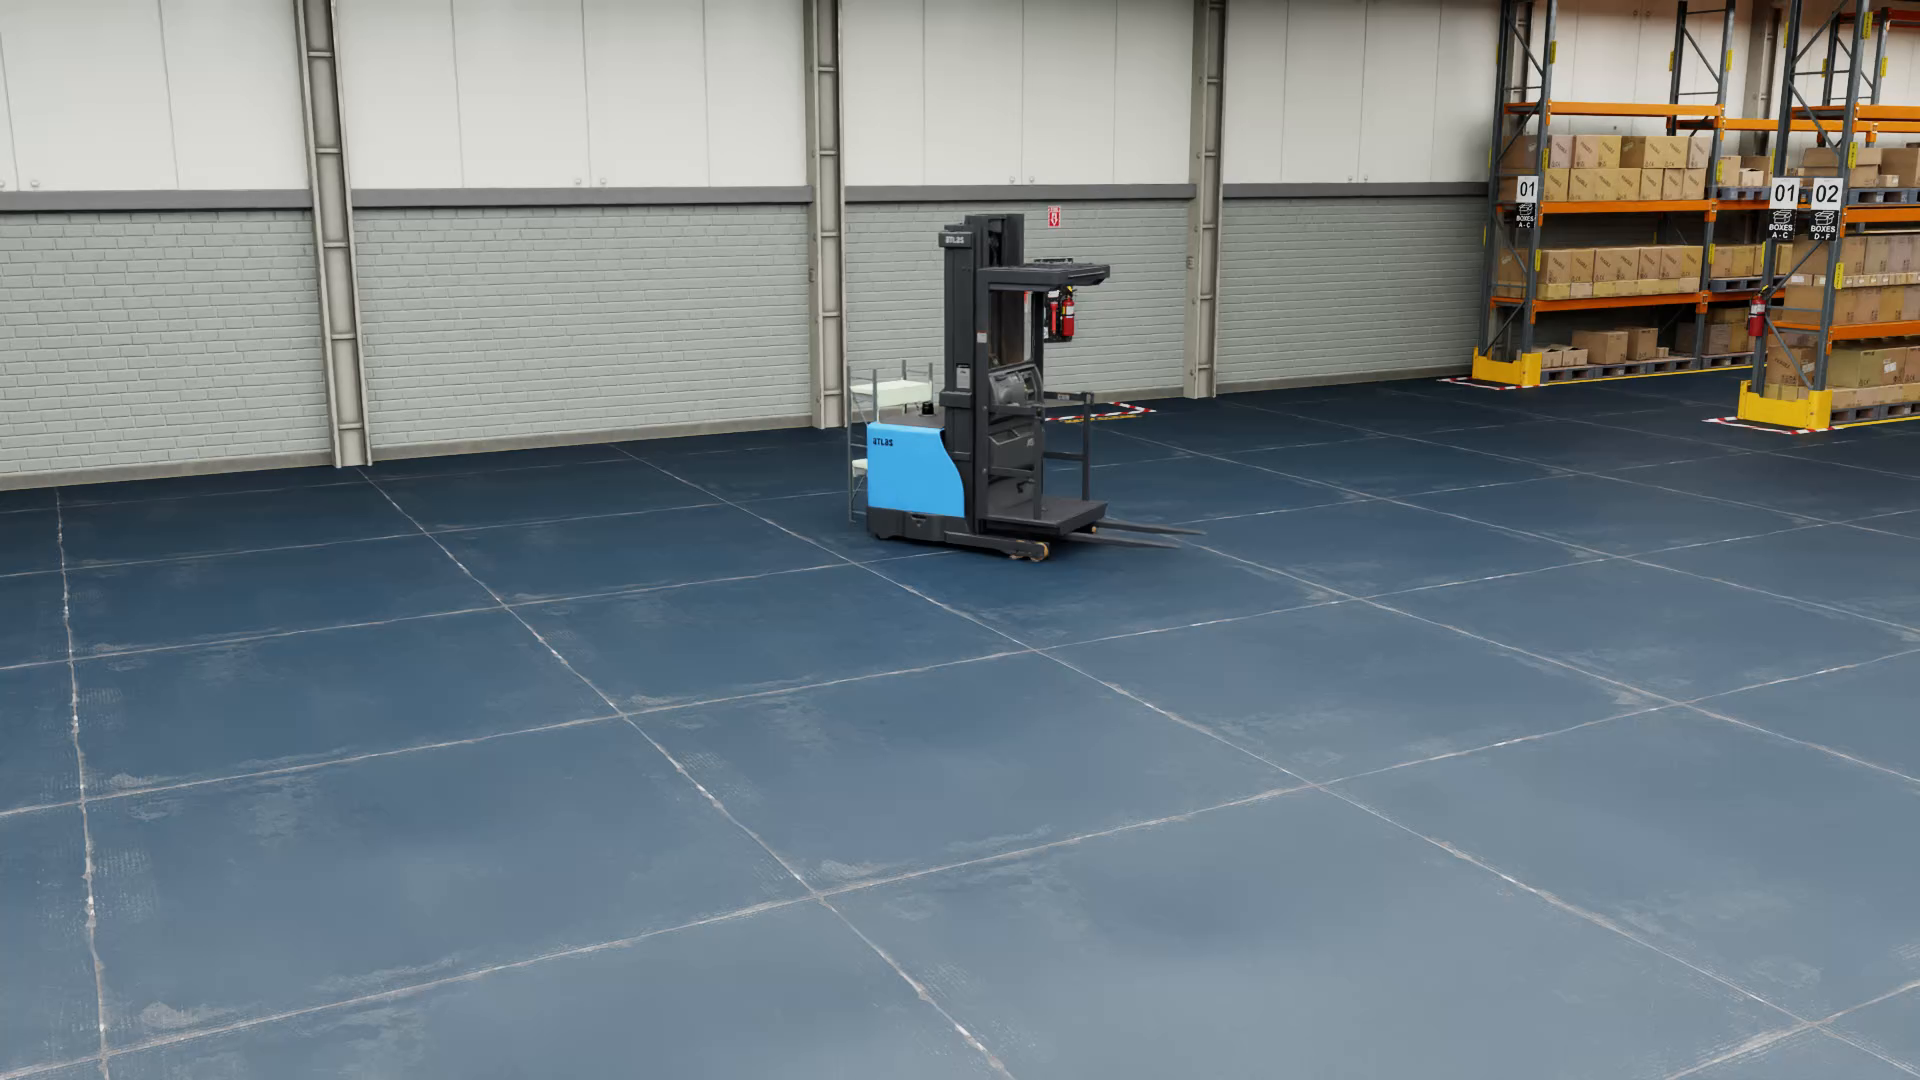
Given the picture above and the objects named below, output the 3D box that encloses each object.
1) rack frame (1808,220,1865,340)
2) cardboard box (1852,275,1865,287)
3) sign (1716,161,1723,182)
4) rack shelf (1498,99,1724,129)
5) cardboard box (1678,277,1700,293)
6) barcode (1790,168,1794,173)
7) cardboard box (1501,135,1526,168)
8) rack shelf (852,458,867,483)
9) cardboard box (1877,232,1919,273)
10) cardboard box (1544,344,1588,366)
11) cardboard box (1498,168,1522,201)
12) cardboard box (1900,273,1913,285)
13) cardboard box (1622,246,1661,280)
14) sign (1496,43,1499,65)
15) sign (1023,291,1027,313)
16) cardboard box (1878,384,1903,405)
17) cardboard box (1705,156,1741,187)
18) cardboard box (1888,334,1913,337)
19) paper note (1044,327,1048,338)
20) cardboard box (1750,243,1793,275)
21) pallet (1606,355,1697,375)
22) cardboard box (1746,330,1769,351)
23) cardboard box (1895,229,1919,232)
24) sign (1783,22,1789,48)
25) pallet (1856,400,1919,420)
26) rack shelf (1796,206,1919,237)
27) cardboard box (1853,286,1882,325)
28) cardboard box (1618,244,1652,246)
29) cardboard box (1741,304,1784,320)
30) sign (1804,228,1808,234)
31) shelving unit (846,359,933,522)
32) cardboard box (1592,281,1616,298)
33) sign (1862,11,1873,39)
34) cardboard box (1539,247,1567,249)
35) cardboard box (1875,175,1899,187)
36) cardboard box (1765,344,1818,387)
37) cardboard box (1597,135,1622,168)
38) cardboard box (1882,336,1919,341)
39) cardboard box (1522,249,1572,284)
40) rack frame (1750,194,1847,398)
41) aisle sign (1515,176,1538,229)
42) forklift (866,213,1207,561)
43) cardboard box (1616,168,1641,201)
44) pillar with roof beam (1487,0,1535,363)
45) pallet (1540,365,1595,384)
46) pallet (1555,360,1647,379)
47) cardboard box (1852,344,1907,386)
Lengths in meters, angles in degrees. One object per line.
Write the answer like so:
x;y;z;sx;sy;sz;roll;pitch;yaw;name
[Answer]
15.640;-4.825;29.858;0.127;3.000;1.000;-7;14;-28;rack frame
11.673;-3.422;21.921;0.250;0.149;0.380;-7;15;-29;cardboard box
12.395;-6.016;27.141;0.005;0.325;0.100;-7;14;-28;sign
10.373;-6.768;26.474;4.000;0.370;1.077;-7;14;-28;rack shelf
11.858;-4.233;27.521;0.500;0.250;0.500;-7;14;-28;cardboard box
11.028;-4.900;22.039;0.075;0.075;0.001;-7;14;-28;barcode
8.871;-6.089;26.091;0.500;0.500;0.500;-6;14;-25;cardboard box
-0.667;-0.627;16.097;0.431;0.370;0.720;12;17;43;rack shelf
12.798;-3.925;22.678;0.500;0.500;0.700;-7;14;-28;cardboard box
9.769;-3.002;26.878;0.500;0.311;0.500;-6;14;-23;cardboard box
8.863;-5.598;26.188;0.500;0.500;0.500;-6;14;-24;cardboard box
12.572;-3.530;22.399;0.250;0.149;0.380;-7;14;-29;cardboard box
10.979;-4.493;26.970;0.500;0.500;0.500;-7;15;-29;cardboard box
8.370;-7.552;25.824;0.005;0.325;0.100;-7;14;-28;sign
0.829;-3.319;23.085;0.234;0.329;0.001;-7;14;-28;sign
12.448;-2.012;22.664;0.500;0.250;0.500;-7;14;-28;cardboard box
12.647;-6.163;27.789;0.500;0.500;0.500;-5;13;-20;cardboard box
17.120;-4.124;30.683;0.750;0.750;0.750;-7;14;-28;cardboard box
1.175;-2.905;23.332;0.142;0.148;0.016;-7;14;-28;paper note
14.149;-4.902;28.969;0.500;0.500;0.700;-7;14;-28;cardboard box
11.556;-2.966;27.950;1.213;0.211;1.003;-7;14;-28;pallet
13.663;-3.590;29.061;0.500;0.500;0.700;-7;14;-27;cardboard box
17.070;-5.503;30.210;0.500;0.250;0.500;-7;14;-27;cardboard box
10.747;-6.556;21.579;0.005;0.325;0.100;-7;14;-28;sign
12.715;-1.885;23.144;1.213;0.211;1.003;-7;14;-28;pallet
12.750;-4.352;22.562;4.000;0.370;1.077;-7;14;-28;rack shelf
11.869;-3.181;22.324;0.500;0.500;0.700;-6;14;-26;cardboard box
11.160;-4.644;27.640;0.500;0.500;0.500;-7;14;-28;cardboard box
14.053;-3.997;29.163;0.500;0.250;0.500;-7;14;-28;cardboard box
15.371;-5.496;30.204;0.005;0.325;0.100;-7;14;-28;sign
-0.668;-0.945;16.027;0.431;1.500;0.755;12;17;43;shelving unit
10.097;-4.020;26.577;0.500;0.250;0.500;-7;15;-29;cardboard box
11.255;-6.381;20.621;0.005;0.325;0.100;-7;14;-28;sign
9.376;-4.427;26.679;0.500;0.500;0.500;-7;14;-27;cardboard box
12.112;-4.733;21.914;0.250;0.149;0.380;-7;14;-28;cardboard box
11.323;-2.372;22.557;0.500;0.500;0.500;-7;14;-28;cardboard box
9.981;-6.086;26.078;0.500;0.500;0.500;-6;14;-26;cardboard box
13.513;-2.637;23.732;0.500;0.500;0.500;-7;14;-28;cardboard box
9.181;-4.278;26.016;0.500;0.500;0.500;-7;14;-28;cardboard box
10.995;-3.029;21.878;0.127;3.000;1.000;-7;14;-28;rack frame
8.698;-5.186;25.542;0.004;0.787;0.394;-7;14;-28;aisle sign
0.676;-1.376;14.689;3.031;2.935;1.130;7;14;28;forklift
10.433;-5.658;26.453;0.500;0.500;0.500;-6;14;-24;cardboard box
10.880;-6.321;22.841;0.400;9.000;9.100;-7;14;-28;pillar with roof beam
9.414;-2.710;26.809;1.213;0.211;1.003;-7;14;-28;pallet
10.484;-2.837;27.376;1.213;0.211;1.003;-7;14;-28;pallet
12.442;-2.380;22.592;0.500;0.500;0.500;-7;14;-28;cardboard box
